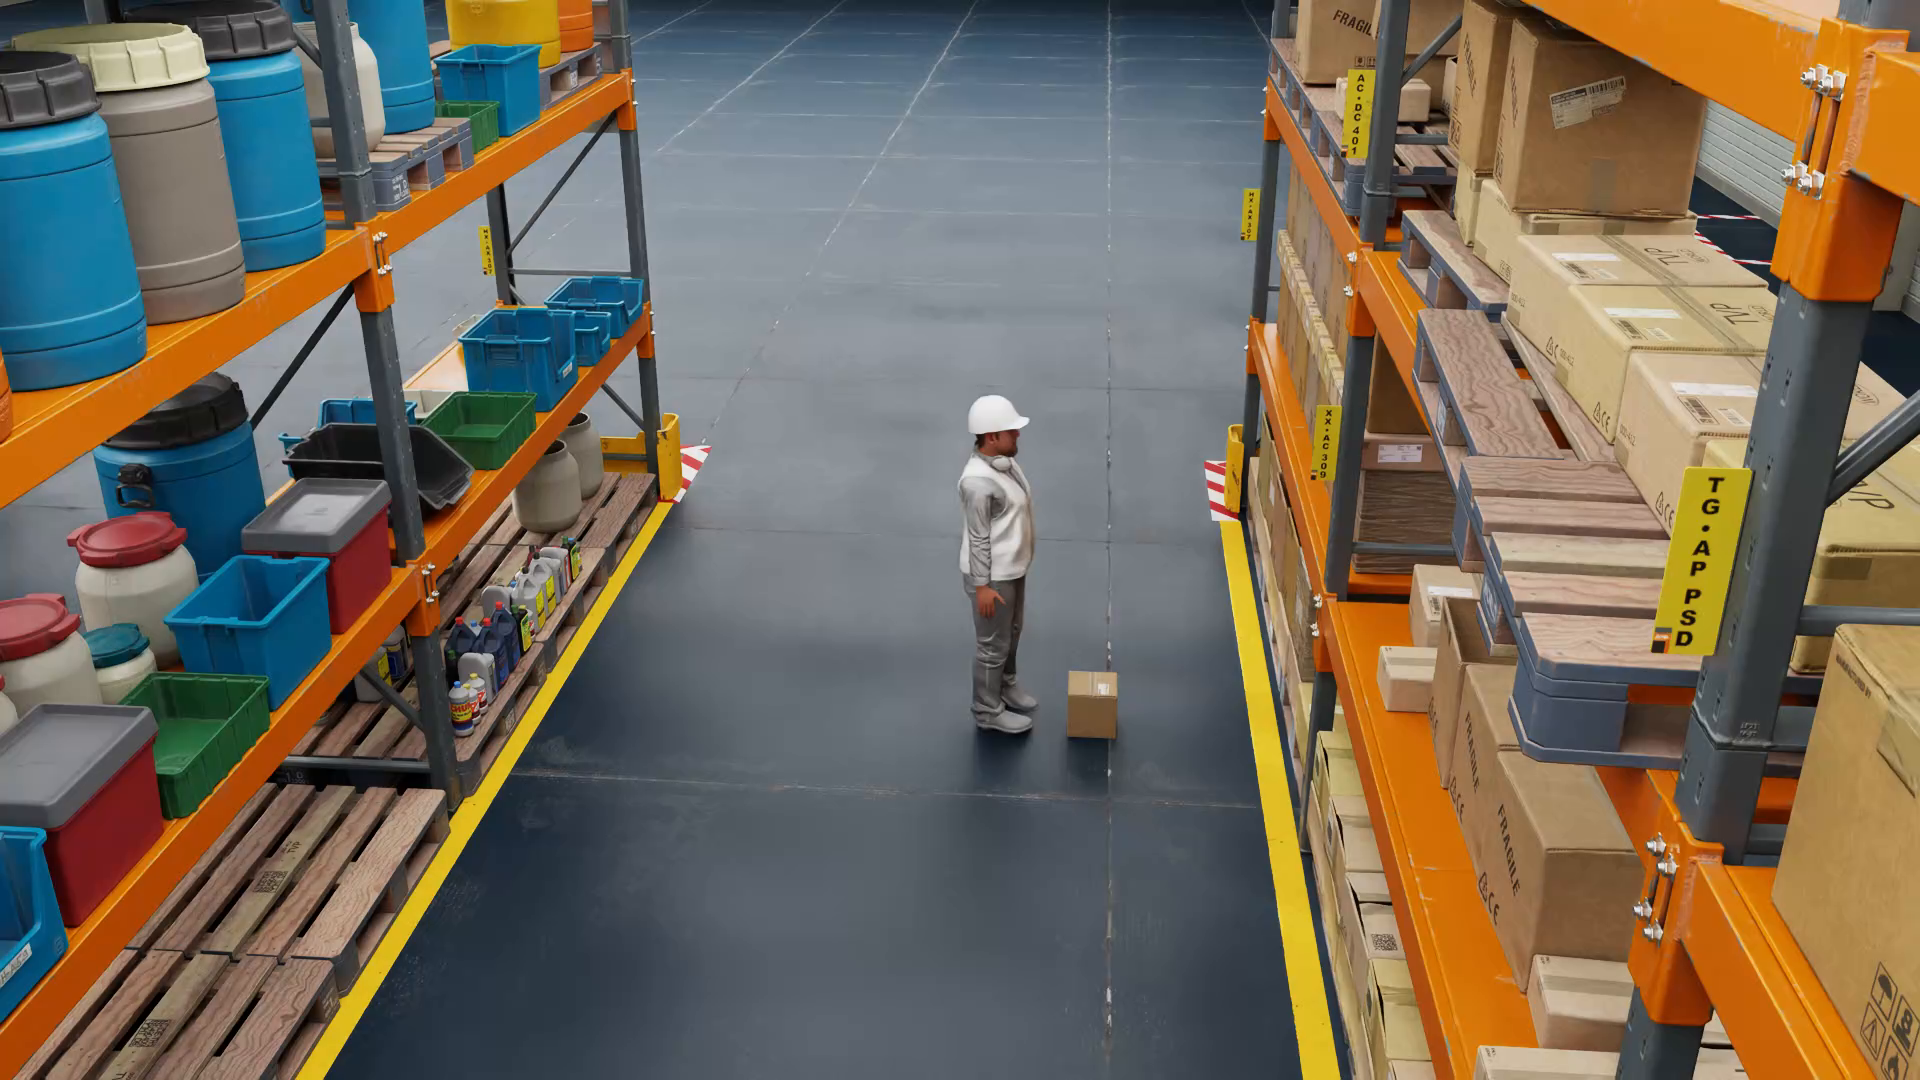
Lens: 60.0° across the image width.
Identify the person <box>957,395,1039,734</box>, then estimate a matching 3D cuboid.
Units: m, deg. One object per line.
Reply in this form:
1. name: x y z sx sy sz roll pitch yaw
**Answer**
1. person: 0.201 0.134 8.278 0.385 1.795 0.596 5 25 11
